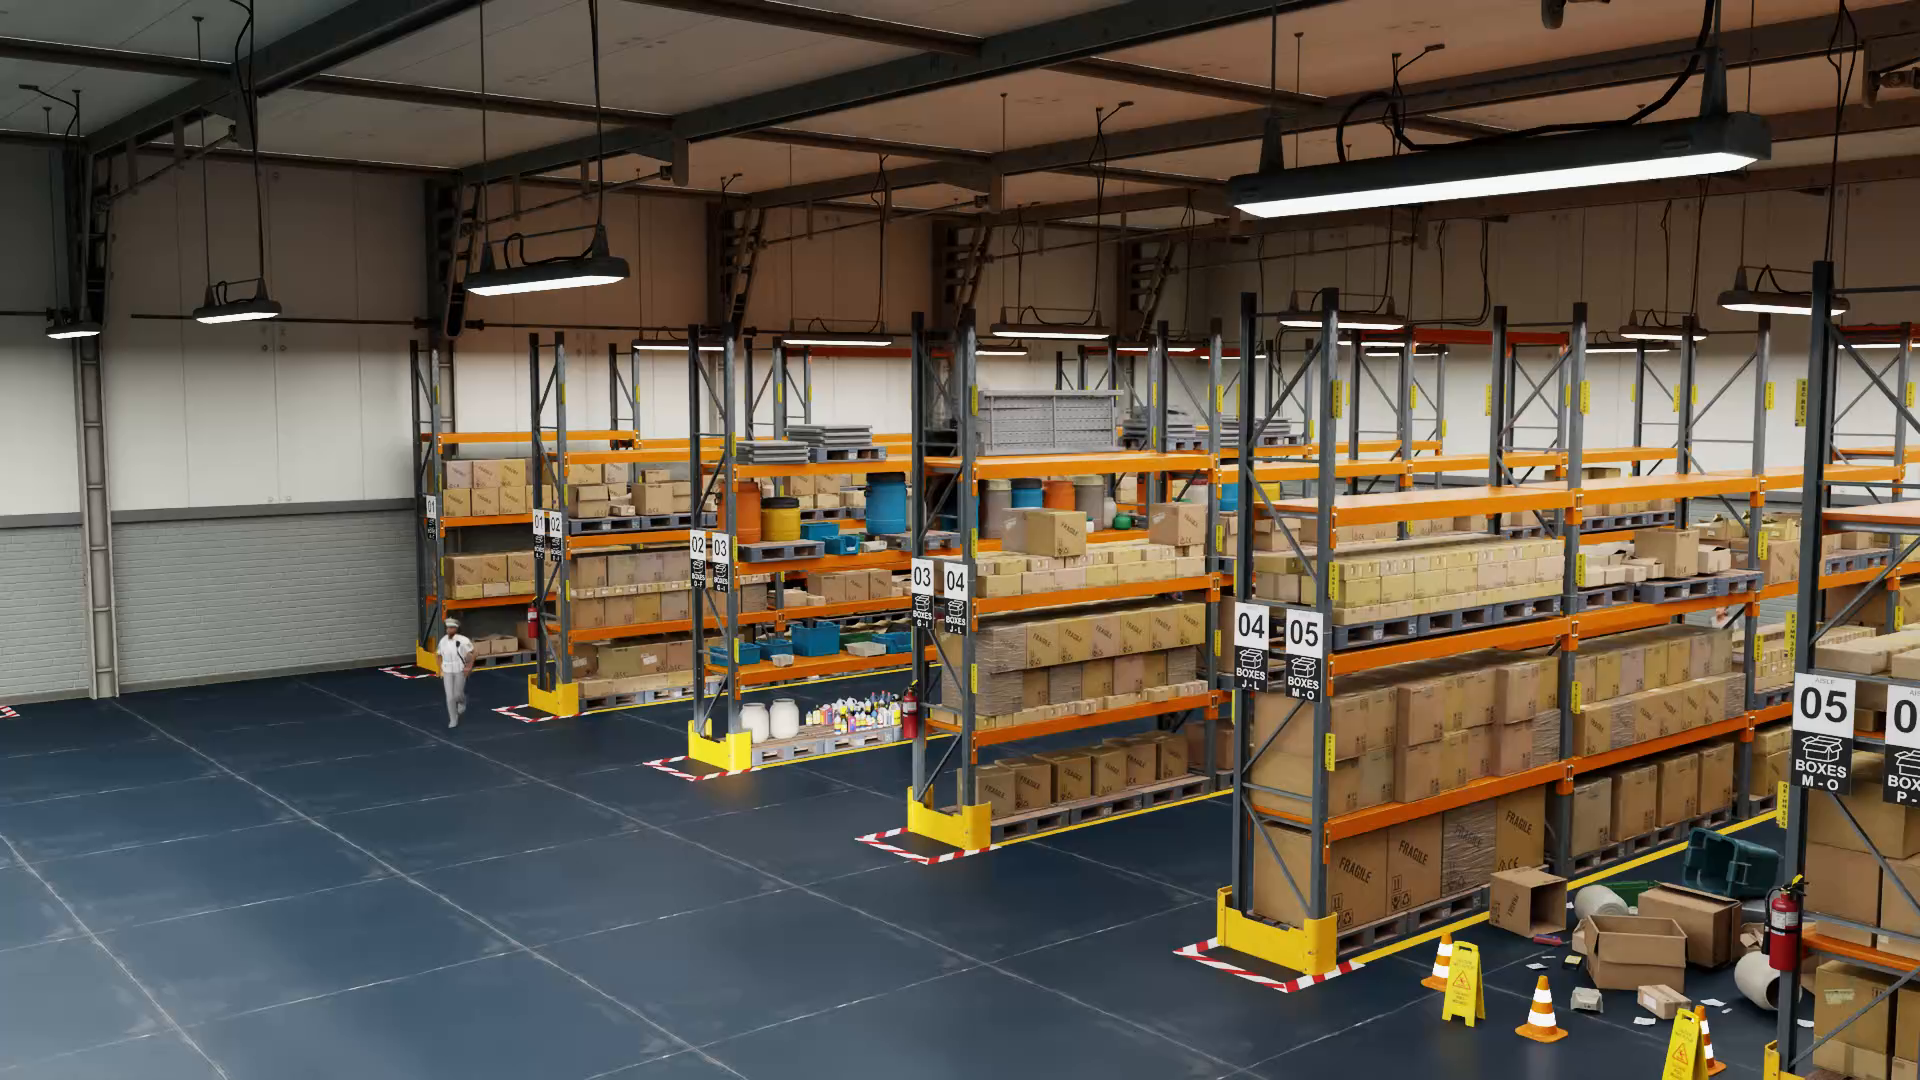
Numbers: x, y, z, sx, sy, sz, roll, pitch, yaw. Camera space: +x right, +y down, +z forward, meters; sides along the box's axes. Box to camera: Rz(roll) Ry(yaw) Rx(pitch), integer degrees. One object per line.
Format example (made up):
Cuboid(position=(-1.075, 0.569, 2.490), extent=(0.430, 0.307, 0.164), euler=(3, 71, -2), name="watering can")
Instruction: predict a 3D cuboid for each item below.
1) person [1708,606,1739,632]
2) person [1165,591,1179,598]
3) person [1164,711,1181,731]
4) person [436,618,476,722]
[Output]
Cuboid(position=(12.374, 1.837, 26.986), extent=(0.574, 1.708, 0.827), euler=(5, 7, 44), name="person")
Cuboid(position=(4.085, 1.300, 32.288), extent=(0.682, 1.735, 0.654), euler=(5, 7, 42), name="person")
Cuboid(position=(2.846, 1.914, 23.436), extent=(0.501, 1.615, 0.608), euler=(-4, 7, -38), name="person")
Cuboid(position=(-7.672, 1.969, 25.293), extent=(0.593, 1.596, 0.560), euler=(0, 5, 0), name="person")
